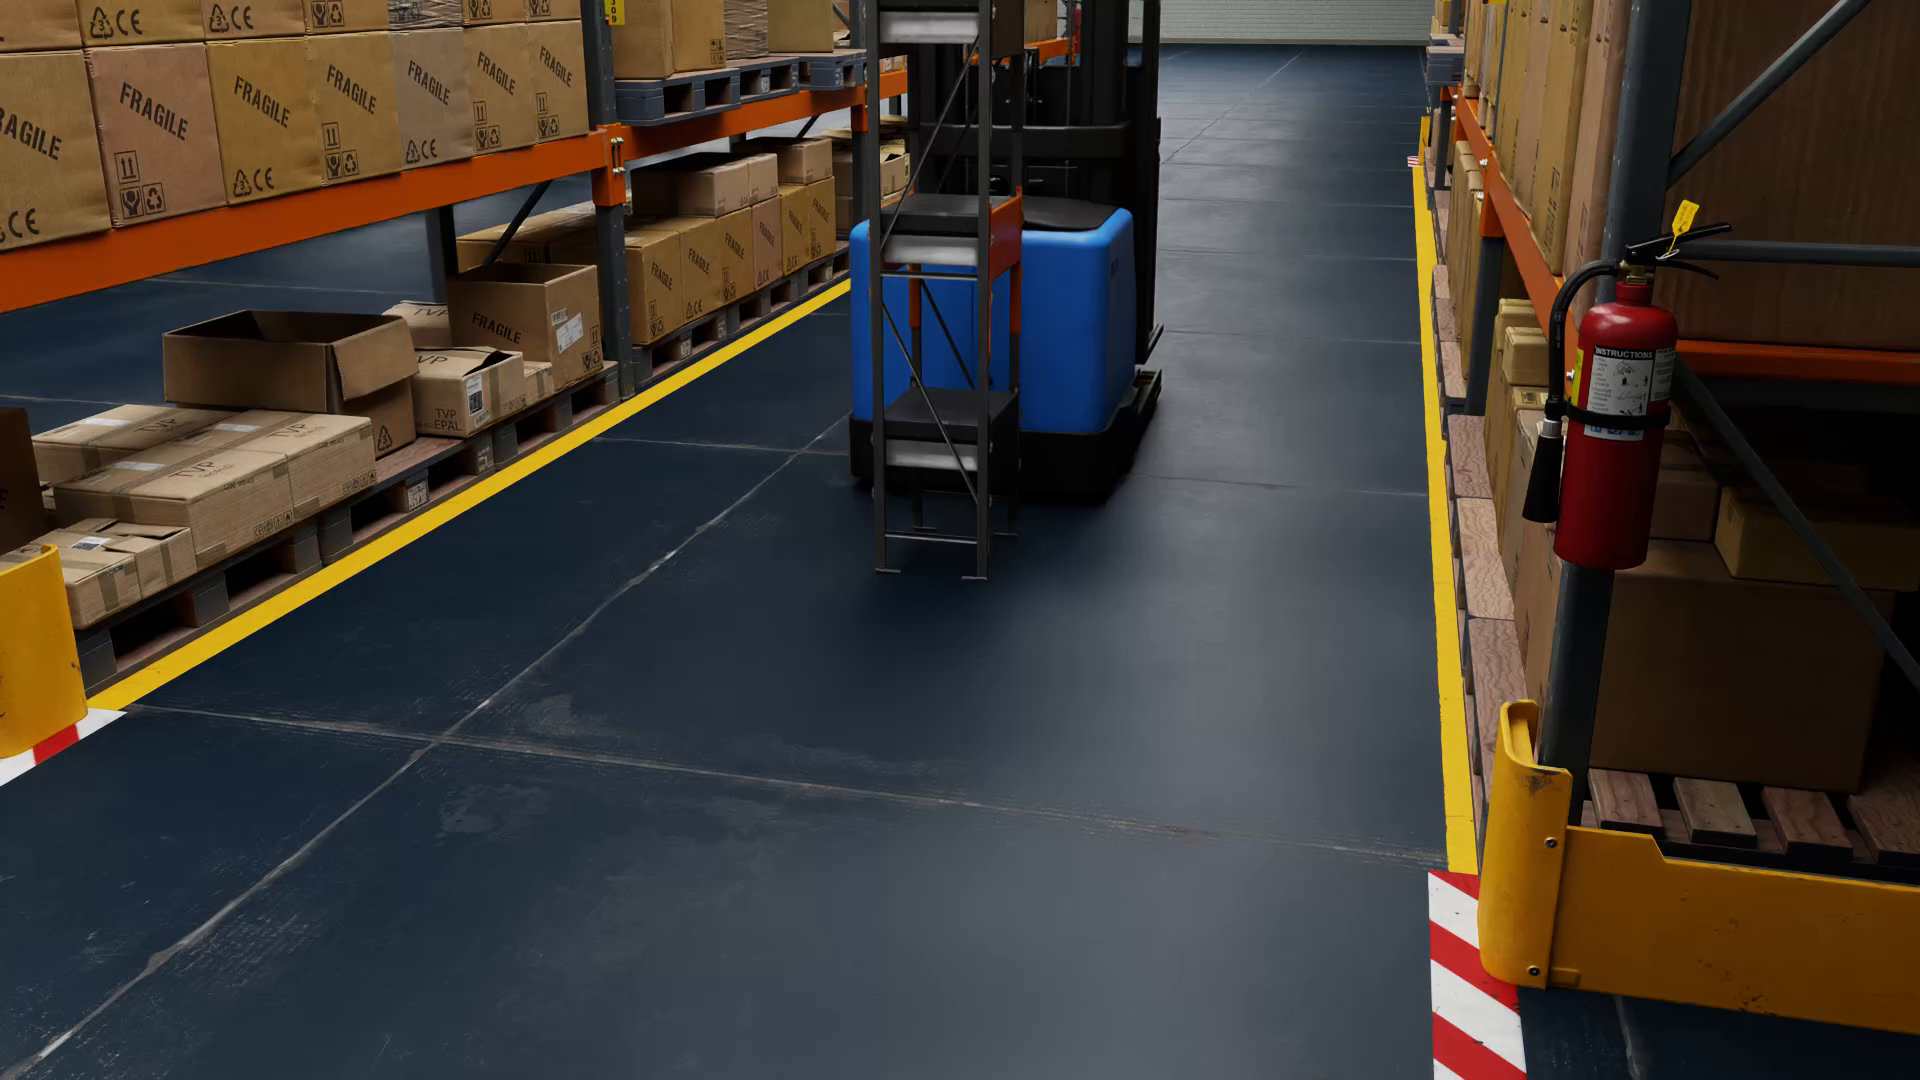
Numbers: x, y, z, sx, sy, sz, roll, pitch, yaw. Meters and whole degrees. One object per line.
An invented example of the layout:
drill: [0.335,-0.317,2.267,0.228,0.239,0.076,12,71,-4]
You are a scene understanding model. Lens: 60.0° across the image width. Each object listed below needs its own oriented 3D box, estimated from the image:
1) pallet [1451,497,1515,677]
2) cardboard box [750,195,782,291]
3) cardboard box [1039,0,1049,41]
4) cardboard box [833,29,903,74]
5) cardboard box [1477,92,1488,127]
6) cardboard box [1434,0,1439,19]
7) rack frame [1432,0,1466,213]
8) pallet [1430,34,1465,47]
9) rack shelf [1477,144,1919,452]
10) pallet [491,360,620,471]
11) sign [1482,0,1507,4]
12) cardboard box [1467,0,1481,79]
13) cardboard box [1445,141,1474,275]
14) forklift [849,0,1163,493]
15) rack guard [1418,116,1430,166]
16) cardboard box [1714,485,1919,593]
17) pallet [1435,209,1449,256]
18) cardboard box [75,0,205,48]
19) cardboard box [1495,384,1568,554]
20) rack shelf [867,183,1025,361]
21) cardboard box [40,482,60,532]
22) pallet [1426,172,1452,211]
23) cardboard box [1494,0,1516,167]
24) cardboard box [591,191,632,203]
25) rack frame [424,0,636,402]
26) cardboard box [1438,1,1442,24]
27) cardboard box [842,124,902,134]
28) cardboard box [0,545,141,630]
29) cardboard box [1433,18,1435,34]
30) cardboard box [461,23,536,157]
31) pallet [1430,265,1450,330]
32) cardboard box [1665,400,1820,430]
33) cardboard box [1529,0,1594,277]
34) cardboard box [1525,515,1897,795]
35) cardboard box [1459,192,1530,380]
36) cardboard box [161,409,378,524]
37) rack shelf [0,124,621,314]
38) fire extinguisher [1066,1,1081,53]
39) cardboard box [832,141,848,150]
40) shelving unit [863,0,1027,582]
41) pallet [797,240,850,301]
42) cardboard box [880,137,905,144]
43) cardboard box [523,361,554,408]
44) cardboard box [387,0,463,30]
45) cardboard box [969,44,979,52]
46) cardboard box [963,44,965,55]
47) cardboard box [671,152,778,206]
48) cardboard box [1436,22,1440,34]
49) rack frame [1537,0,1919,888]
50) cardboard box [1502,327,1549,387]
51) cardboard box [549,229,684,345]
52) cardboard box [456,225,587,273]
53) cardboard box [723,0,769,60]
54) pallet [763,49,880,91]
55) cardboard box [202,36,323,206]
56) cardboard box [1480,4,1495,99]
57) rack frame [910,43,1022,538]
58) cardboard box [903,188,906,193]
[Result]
pallet: [2.130,0.170,5.362,1.003,0.211,1.213,5,19,13]
cardboard box: [-1.389,-1.795,9.989,0.500,0.500,0.500,4,19,11]
cardboard box: [0.565,-5.653,17.943,0.700,0.500,0.500,5,20,15]
cardboard box: [-0.733,-3.632,12.317,0.500,0.311,0.500,4,19,13]
cardboard box: [2.649,-2.030,7.848,0.380,0.149,0.250,5,19,13]
cardboard box: [4.949,-5.378,16.333,0.500,0.500,0.500,4,19,12]
rack frame: [4.642,-4.272,14.055,1.000,3.000,0.127,5,19,13]
pallet: [4.315,-3.954,13.419,1.003,0.211,1.213,5,19,13]
rack shelf: [2.199,-0.798,4.995,1.077,0.370,4.000,5,19,13]
pallet: [-2.285,-0.620,7.677,1.003,0.211,1.213,5,19,13]
sign: [2.159,-2.315,6.656,0.100,0.325,0.005,5,19,13]
cardboard box: [3.039,-2.765,8.997,0.500,0.500,0.500,5,19,13]
cardboard box: [3.358,-1.980,10.020,0.750,0.750,0.750,4,19,13]
forklift: [0.375,-2.010,7.539,1.130,2.935,3.031,4,19,12]
rack guard: [5.601,-4.319,18.060,1.175,0.500,0.348,5,19,13]
cardboard box: [1.948,-0.006,3.779,0.380,0.149,0.250,5,19,14]
pallet: [4.158,-2.325,12.668,1.003,0.211,1.213,5,19,13]
cardboard box: [-2.609,-1.704,4.835,0.500,0.500,0.500,5,19,14]
cardboard box: [2.152,-0.237,5.457,0.700,0.500,0.500,5,20,15]
rack shelf: [-0.040,-0.929,5.701,0.431,0.518,0.480,5,19,13]
cardboard box: [-3.014,-0.078,5.479,0.380,0.166,0.250,5,19,13]
pallet: [4.772,-3.166,15.130,1.003,0.211,1.213,5,19,13]
cardboard box: [2.539,-1.738,6.172,0.980,0.700,0.700,5,19,14]
cardboard box: [-1.900,-1.829,10.087,0.500,0.500,0.500,4,19,12]
rack frame: [-2.117,-2.155,7.856,1.000,3.000,0.127,5,19,13]
cardboard box: [4.574,-4.895,14.920,0.500,0.500,0.500,5,19,13]
cardboard box: [-0.757,-3.397,14.228,0.500,0.311,0.500,4,19,12]
cardboard box: [-2.658,0.136,4.880,0.380,0.149,0.250,5,19,13]
cardboard box: [5.080,-5.173,16.893,0.500,0.250,0.500,4,19,12]
cardboard box: [-2.115,-1.864,6.848,0.500,0.500,0.500,5,20,15]
pallet: [3.399,-1.458,10.129,1.003,0.211,1.213,5,19,13]
cardboard box: [2.194,-0.323,4.708,0.380,0.149,0.250,5,19,14]
cardboard box: [1.992,-1.043,4.136,0.980,0.700,0.700,5,19,13]
cardboard box: [1.785,0.246,4.045,0.700,0.500,0.500,5,19,13]
cardboard box: [2.721,-1.160,7.620,0.750,0.750,0.750,5,19,14]
cardboard box: [-2.442,-0.270,5.910,0.500,0.250,0.500,5,19,13]
rack shelf: [-2.605,-1.188,6.137,1.077,0.370,4.000,5,19,13]
fire extinguisher: [1.295,-5.880,18.881,0.296,0.674,0.183,5,19,13]
cardboard box: [-1.129,-2.919,12.829,0.500,0.311,0.500,4,19,13]
shelving unit: [-0.040,-0.942,5.696,0.431,2.100,0.503,5,19,13]
pallet: [-1.358,-1.858,11.301,1.003,0.211,1.213,5,19,13]
cardboard box: [-0.480,-3.038,13.177,0.500,0.311,0.500,4,19,12]
cardboard box: [-2.014,-0.691,7.299,0.380,0.149,0.250,5,19,13]
cardboard box: [-2.235,-2.178,6.221,0.500,0.500,0.500,5,19,14]
cardboard box: [-0.060,-4.849,15.590,0.700,0.500,0.500,4,19,12]
cardboard box: [-0.240,-4.434,14.760,0.500,0.250,0.500,6,20,17]
cardboard box: [-1.396,-2.138,9.833,0.500,0.250,0.500,4,19,12]
cardboard box: [4.702,-4.698,15.501,0.500,0.250,0.500,5,19,13]
rack frame: [1.711,-0.511,3.044,1.000,3.000,0.127,5,19,13]
cardboard box: [2.018,-0.605,5.532,0.380,0.149,0.250,4,19,12]
cardboard box: [-1.762,-1.313,8.576,0.500,0.500,0.500,4,19,11]
cardboard box: [-2.274,-1.358,8.708,0.500,0.500,0.500,5,19,13]
cardboard box: [-1.592,-3.177,10.043,0.700,0.500,0.500,9,21,24]
pallet: [-1.237,-3.100,10.919,1.213,0.211,1.003,5,19,13]
cardboard box: [-2.483,-1.386,5.450,0.500,0.500,0.500,5,19,13]
cardboard box: [2.671,-2.288,7.599,0.500,0.500,0.500,5,19,14]
rack frame: [0.019,-1.018,5.920,0.400,2.100,0.015,5,19,13]
cardboard box: [-0.605,-2.605,12.777,0.500,0.250,0.500,4,19,12]
